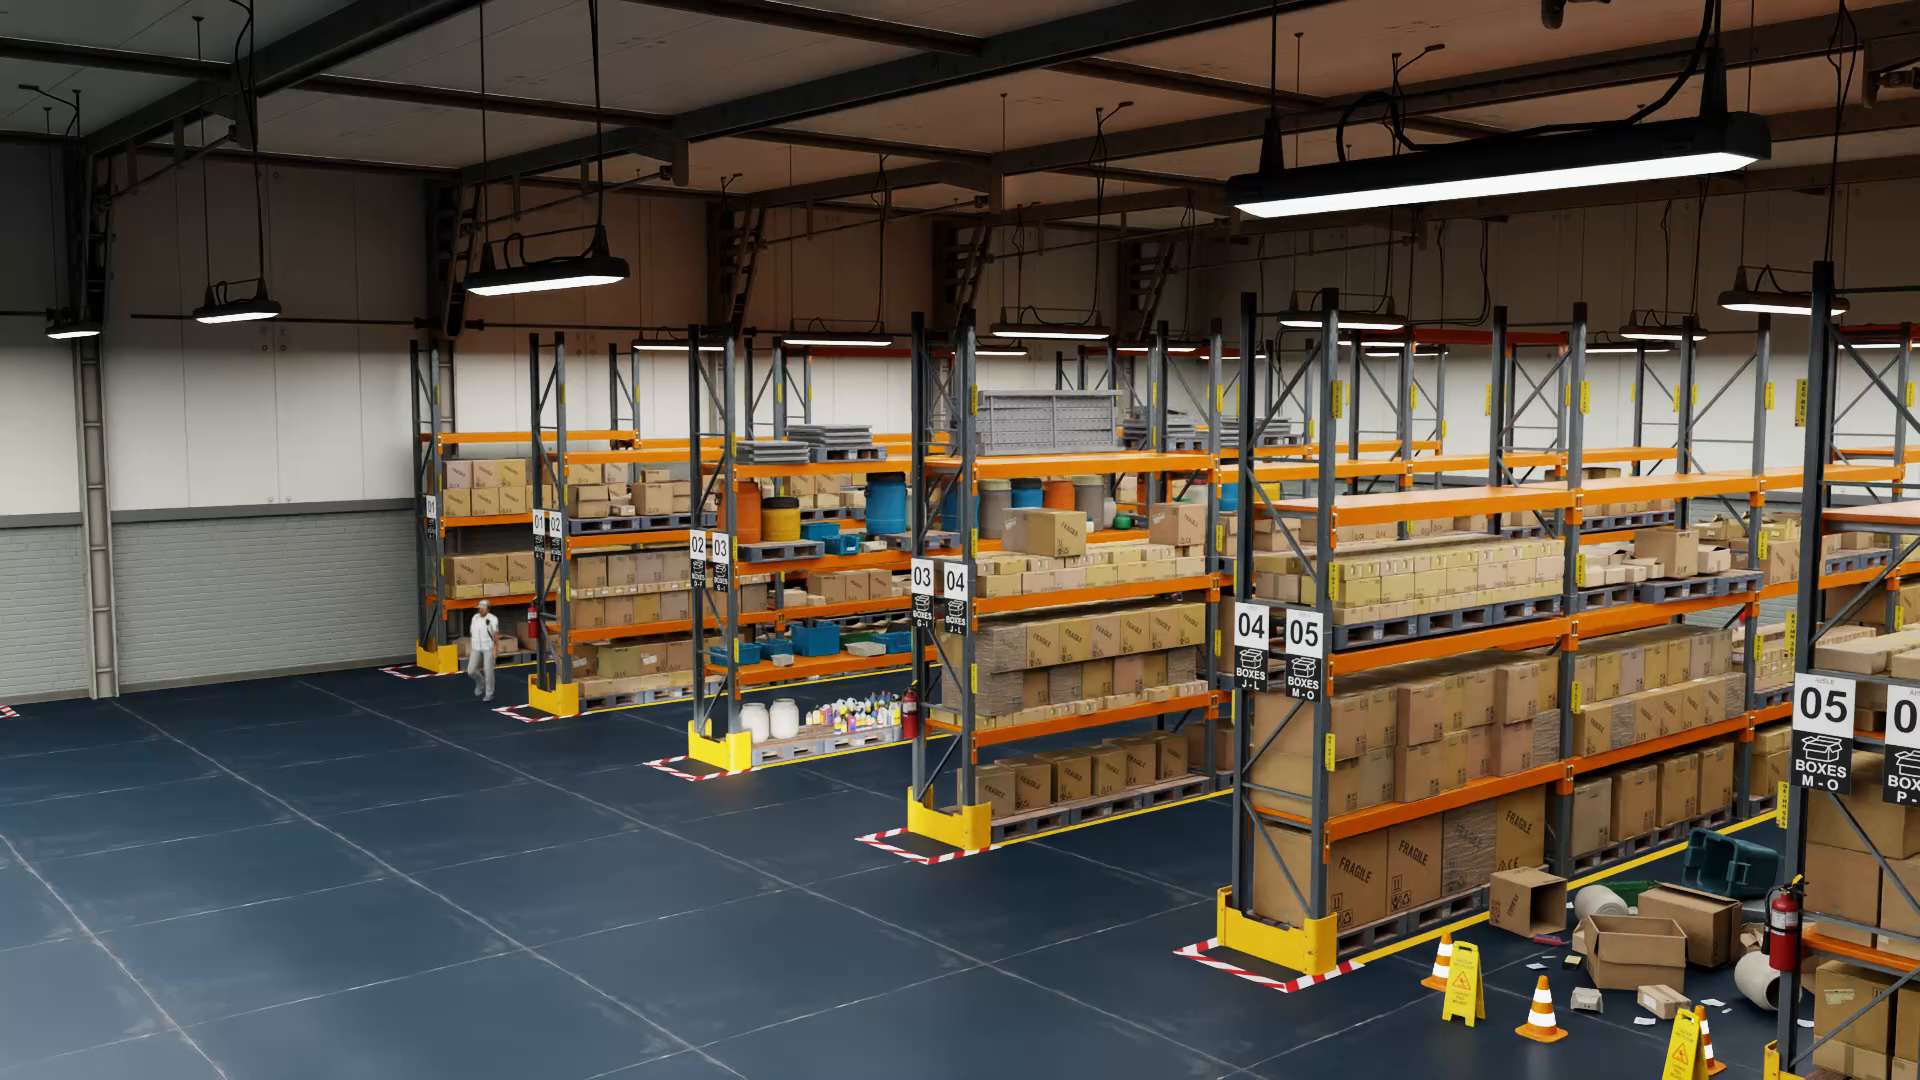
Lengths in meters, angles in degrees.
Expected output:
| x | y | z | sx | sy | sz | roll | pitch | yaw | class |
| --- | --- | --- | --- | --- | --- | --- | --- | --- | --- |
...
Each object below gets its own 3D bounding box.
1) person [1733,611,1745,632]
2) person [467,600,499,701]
| x | y | z | sx | sy | sz | roll | pitch | yaw | class |
| --- | --- | --- | --- | --- | --- | --- | --- | --- | --- |
| 11.856 | 1.947 | 25.166 | 0.603 | 1.790 | 0.472 | 1 | 5 | 6 | person |
| -7.807 | 1.797 | 27.292 | 0.486 | 1.657 | 0.500 | 0 | 5 | 2 | person |
